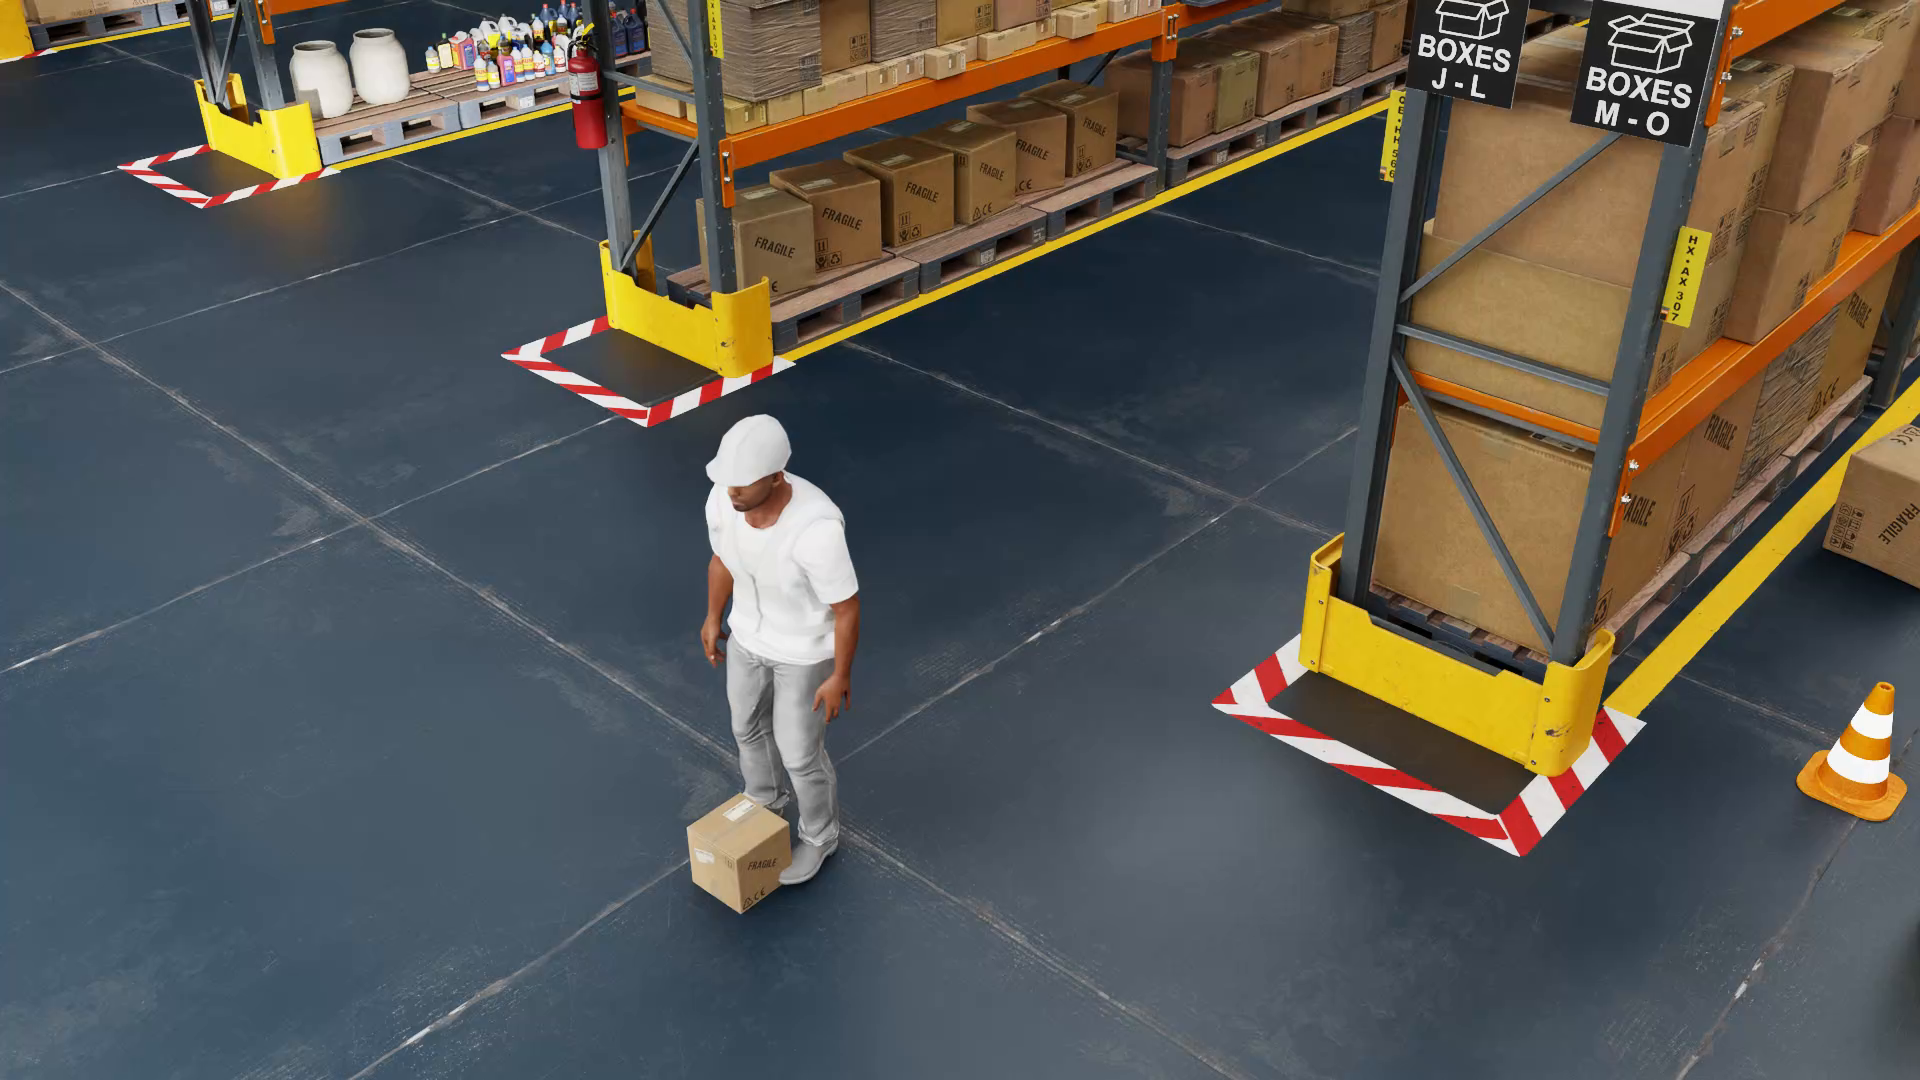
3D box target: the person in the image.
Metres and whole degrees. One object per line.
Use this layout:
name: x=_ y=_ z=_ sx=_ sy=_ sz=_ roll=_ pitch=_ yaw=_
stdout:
person: x=-0.610 y=0.355 z=5.529 sx=0.635 sy=1.760 sz=0.458 roll=23 pitch=38 yaw=32
